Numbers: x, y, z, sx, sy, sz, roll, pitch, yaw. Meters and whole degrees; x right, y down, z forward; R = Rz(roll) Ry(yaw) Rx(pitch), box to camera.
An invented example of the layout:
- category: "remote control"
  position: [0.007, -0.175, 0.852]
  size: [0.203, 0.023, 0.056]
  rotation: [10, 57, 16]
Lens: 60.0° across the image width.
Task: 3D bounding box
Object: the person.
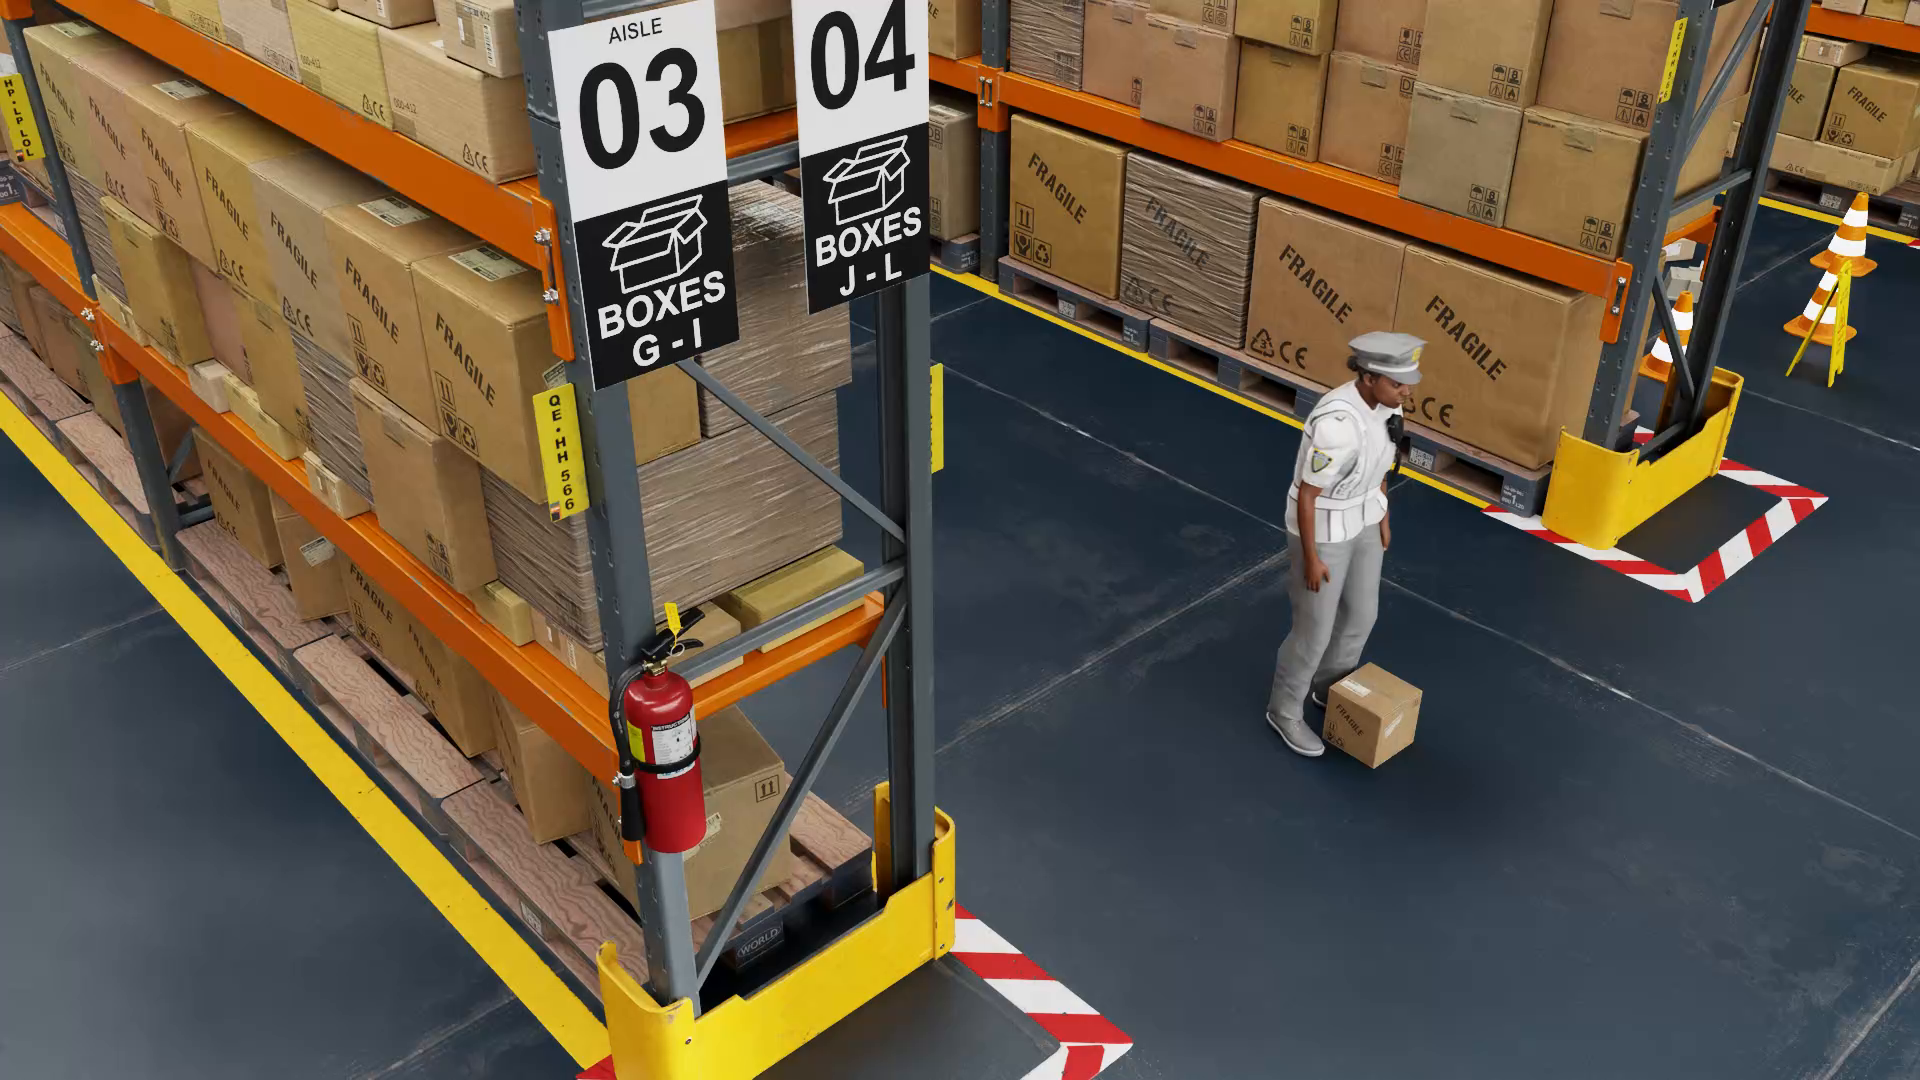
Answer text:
- category: "person"
  position: [1.419, -0.007, 6.146]
  size: [0.505, 1.660, 0.415]
  rotation: [-26, 40, -35]
